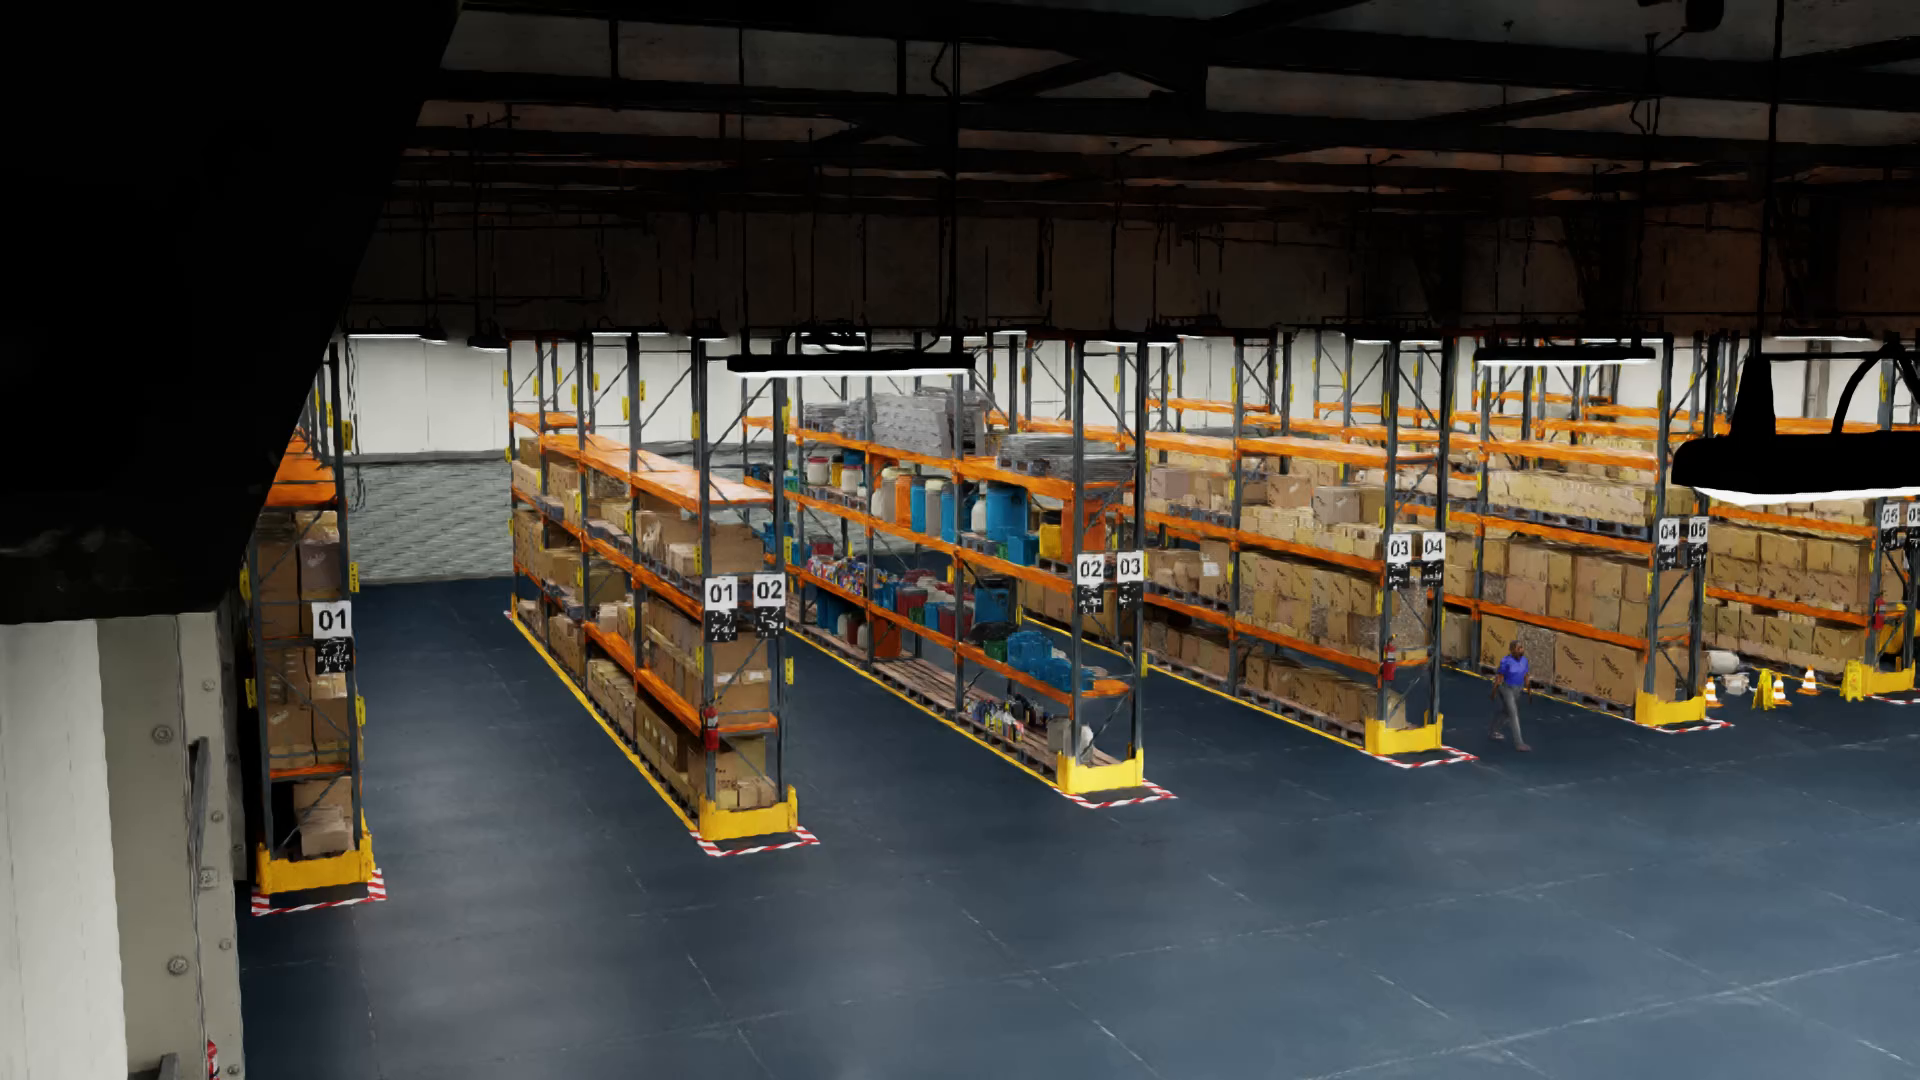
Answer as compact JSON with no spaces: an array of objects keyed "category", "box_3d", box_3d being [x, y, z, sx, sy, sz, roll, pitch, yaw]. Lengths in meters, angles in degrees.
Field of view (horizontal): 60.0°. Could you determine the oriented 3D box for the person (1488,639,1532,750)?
[{"category":"person","box_3d":[8.119,2.224,24.402,0.461,1.596,0.999,-3,9,-24]}]
